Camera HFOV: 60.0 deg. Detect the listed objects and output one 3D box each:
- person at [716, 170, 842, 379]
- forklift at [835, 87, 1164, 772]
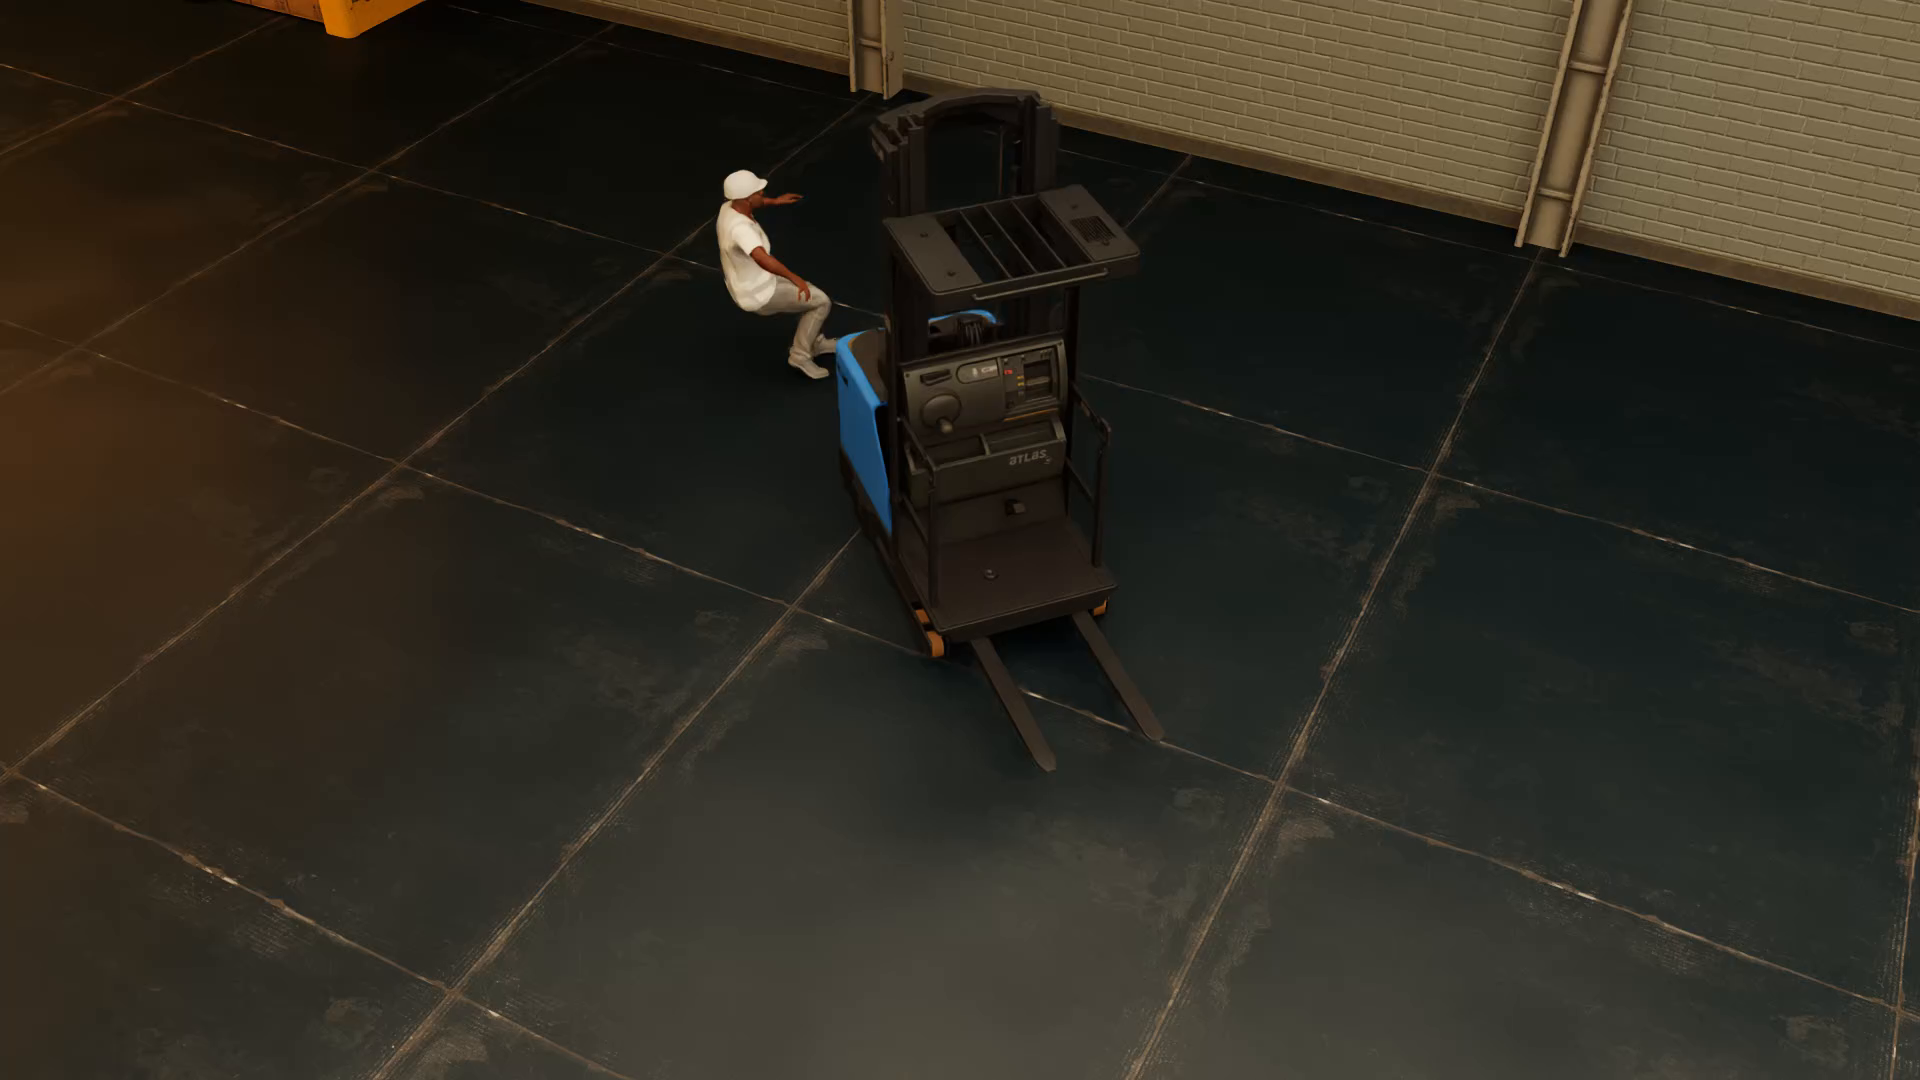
[{"bbox_3d":[-1.166,-1.795,11.213,0.873,1.533,1.125,-18,43,-20],"label":"person"},{"bbox_3d":[0.221,-0.754,8.881,1.130,2.935,3.031,-14,42,-16],"label":"forklift"}]
